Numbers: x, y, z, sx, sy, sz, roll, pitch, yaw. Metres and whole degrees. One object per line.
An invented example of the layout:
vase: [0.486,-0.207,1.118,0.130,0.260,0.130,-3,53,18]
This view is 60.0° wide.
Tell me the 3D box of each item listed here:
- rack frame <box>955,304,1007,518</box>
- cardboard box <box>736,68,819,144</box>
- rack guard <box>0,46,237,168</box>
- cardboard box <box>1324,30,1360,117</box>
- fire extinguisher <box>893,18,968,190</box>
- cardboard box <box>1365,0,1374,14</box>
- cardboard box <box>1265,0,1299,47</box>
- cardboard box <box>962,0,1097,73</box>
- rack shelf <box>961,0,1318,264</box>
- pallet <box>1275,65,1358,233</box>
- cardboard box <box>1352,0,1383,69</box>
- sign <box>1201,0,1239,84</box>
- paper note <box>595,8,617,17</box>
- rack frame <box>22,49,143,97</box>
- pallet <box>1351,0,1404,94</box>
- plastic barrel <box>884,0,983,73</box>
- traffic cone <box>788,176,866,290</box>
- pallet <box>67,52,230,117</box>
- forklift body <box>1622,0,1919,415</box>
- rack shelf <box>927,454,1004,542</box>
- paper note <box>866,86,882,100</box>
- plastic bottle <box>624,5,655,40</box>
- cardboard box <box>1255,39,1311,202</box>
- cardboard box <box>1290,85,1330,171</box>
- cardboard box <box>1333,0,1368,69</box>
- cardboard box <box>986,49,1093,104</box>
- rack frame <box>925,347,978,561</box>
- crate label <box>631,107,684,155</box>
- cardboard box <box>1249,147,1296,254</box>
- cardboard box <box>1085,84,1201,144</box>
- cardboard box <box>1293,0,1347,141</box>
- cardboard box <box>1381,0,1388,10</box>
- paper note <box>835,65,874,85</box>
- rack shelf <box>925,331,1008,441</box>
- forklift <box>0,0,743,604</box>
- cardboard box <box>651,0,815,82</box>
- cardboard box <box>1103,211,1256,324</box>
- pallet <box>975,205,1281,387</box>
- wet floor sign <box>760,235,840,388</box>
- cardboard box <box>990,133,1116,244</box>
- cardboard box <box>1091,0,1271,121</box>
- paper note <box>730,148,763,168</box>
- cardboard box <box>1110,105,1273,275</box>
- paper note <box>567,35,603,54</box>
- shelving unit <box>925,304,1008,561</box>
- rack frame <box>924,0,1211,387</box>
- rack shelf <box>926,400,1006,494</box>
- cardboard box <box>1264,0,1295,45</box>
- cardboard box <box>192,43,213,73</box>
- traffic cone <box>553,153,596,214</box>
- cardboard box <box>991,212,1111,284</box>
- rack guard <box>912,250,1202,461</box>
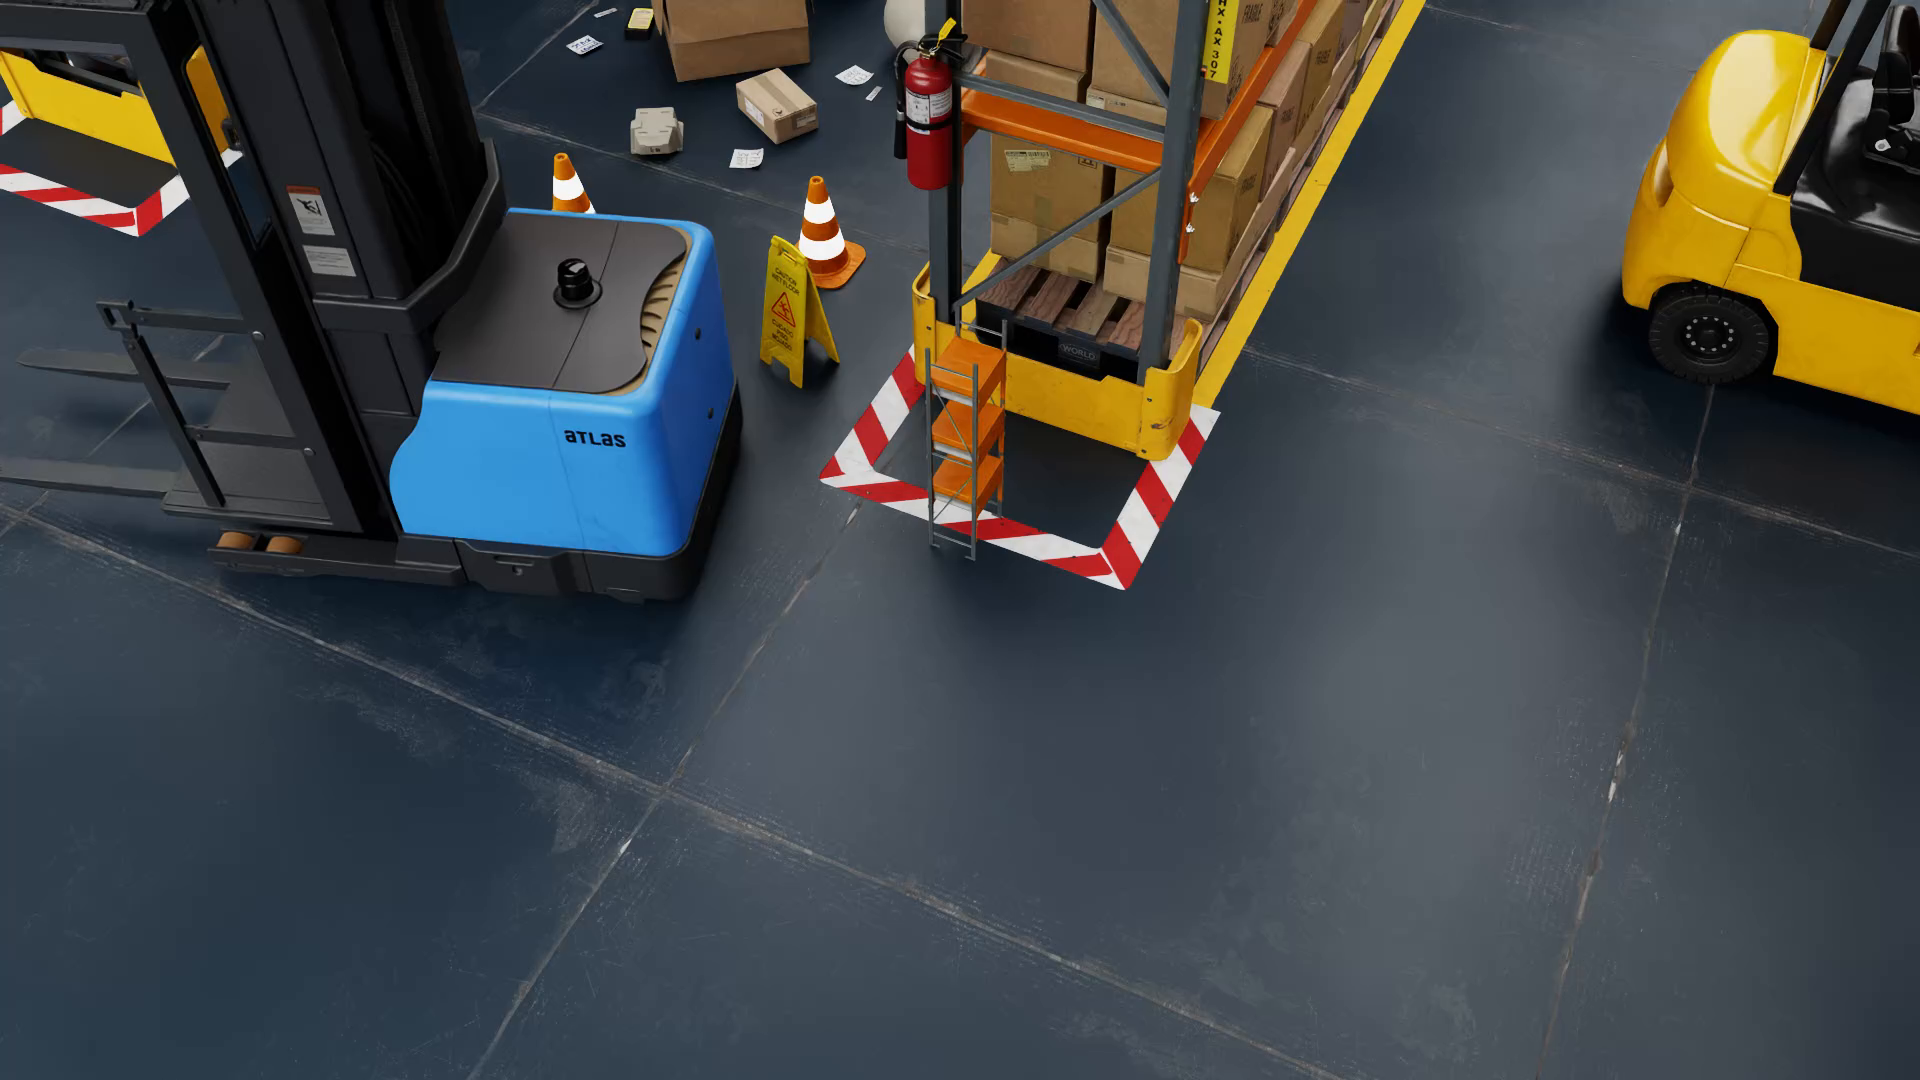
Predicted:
rack frame: [0.075,-0.461,6.268,0.200,1.050,0.008,20,52,16]
cardboard box: [-0.914,-2.171,8.315,0.250,0.149,0.380,-28,55,-22]
rack guard: [-4.176,-2.250,8.151,1.175,0.500,0.348,20,52,16]
cardboard box: [1.613,-2.322,8.101,0.500,0.250,0.500,21,53,17]
fire extinguisher: [-0.112,-1.582,5.992,0.296,0.674,0.183,20,52,16]
cardboard box: [1.836,-2.933,8.128,0.500,0.500,0.500,21,53,17]
cardboard box: [1.117,-2.115,6.561,0.380,0.149,0.250,21,53,17]
cardboard box: [0.336,-2.128,6.145,0.500,0.500,0.500,19,52,15]
rack shelf: [1.208,-2.680,7.348,1.077,0.370,4.000,20,52,16]
pallet: [1.287,-2.069,8.187,1.003,0.211,1.213,20,52,16]
cardboard box: [1.834,-2.671,8.398,0.500,0.250,0.500,19,52,15]
sign: [0.844,-1.640,5.422,0.100,0.325,0.005,20,52,16]
paper note: [-1.914,-2.849,8.982,0.123,0.001,0.032,-28,55,-22]
rack frame: [-4.165,-3.077,7.214,1.000,3.000,0.127,20,52,16]
pallet: [1.807,-2.912,8.905,1.003,0.211,1.213,20,52,16]
plastic barrel: [-0.133,-2.616,8.513,0.421,0.421,0.512,-19,52,-16]
traffic cone: [-0.629,-1.429,7.478,0.336,0.463,0.334,20,52,16]
pallet: [-3.895,-2.749,8.766,1.003,0.211,1.213,20,52,16]
forklift body: [4.003,-1.548,6.470,2.313,2.155,1.214,20,52,16]
rack shelf: [0.023,-0.190,6.416,0.215,0.259,0.240,20,52,16]
paper note: [-0.439,-2.284,8.502,0.032,0.001,0.123,20,52,16]
plastic bottle: [-1.699,-2.782,8.892,0.133,0.061,0.283,4,50,3]
cardboard box: [1.177,-1.867,7.222,0.500,0.500,0.500,18,52,15]
cardboard box: [1.394,-1.975,7.806,0.500,0.250,0.500,23,53,18]
cardboard box: [1.619,-2.581,7.829,0.500,0.500,0.500,22,53,18]
cardboard box: [0.320,-1.781,6.276,0.380,0.149,0.250,21,53,17]
rack frame: [-0.029,-0.293,6.125,0.200,1.050,0.008,20,52,16]
crate label: [-1.498,-2.012,8.188,0.250,0.136,0.298,-4,50,-3]
cardboard box: [1.173,-1.595,7.483,0.500,0.250,0.500,22,53,17]
cardboard box: [0.686,-1.621,6.140,0.380,0.149,0.250,20,52,16]
cardboard box: [1.399,-2.210,7.513,0.500,0.500,0.500,21,53,17]
cardboard box: [2.053,-3.041,8.712,0.500,0.250,0.500,22,53,18]
paper note: [-0.544,-2.404,8.599,0.142,0.019,0.148,-37,59,-27]
rack shelf: [0.023,-0.554,5.988,0.215,0.259,0.240,20,52,16]
forklift: [-2.452,-1.203,5.664,3.031,2.935,1.130,5,50,4]
cardboard box: [-1.185,-2.760,8.583,0.797,0.503,0.637,-11,51,-9]
cardboard box: [0.948,-1.246,7.186,0.500,0.250,0.500,19,52,16]
pallet: [0.765,-1.232,7.475,1.003,0.211,1.213,20,52,16]
wet floor sign: [-0.695,-0.990,6.984,0.232,0.644,0.267,-37,59,-27]
cardboard box: [0.460,-1.660,7.046,0.500,0.500,0.500,20,53,16]
cardboard box: [0.806,-1.900,5.952,0.500,0.500,0.500,19,52,16]
paper note: [-1.043,-1.872,8.138,0.148,0.019,0.142,4,50,3]
cardboard box: [0.957,-1.506,6.914,0.500,0.500,0.500,18,52,15]
paper note: [-1.978,-2.613,8.769,0.142,0.017,0.144,-37,59,-27]
shelving unit: [0.023,-0.377,6.196,0.215,1.050,0.252,20,52,16]
rack frame: [0.353,-1.536,5.902,1.000,3.000,0.127,20,52,16]
rack shelf: [0.023,-0.370,6.205,0.215,0.259,0.240,20,52,16]
cardboard box: [1.025,-2.258,6.256,0.500,0.500,0.500,21,53,17]
cardboard box: [-3.936,-3.013,8.278,0.875,0.875,0.875,20,53,16]
traffic cone: [-1.778,-1.556,7.586,0.336,0.463,0.334,20,52,16]
cardboard box: [0.466,-1.441,7.352,0.500,0.250,0.500,20,52,16]
rack guard: [0.386,-0.778,6.899,1.175,0.500,0.348,20,52,16]
